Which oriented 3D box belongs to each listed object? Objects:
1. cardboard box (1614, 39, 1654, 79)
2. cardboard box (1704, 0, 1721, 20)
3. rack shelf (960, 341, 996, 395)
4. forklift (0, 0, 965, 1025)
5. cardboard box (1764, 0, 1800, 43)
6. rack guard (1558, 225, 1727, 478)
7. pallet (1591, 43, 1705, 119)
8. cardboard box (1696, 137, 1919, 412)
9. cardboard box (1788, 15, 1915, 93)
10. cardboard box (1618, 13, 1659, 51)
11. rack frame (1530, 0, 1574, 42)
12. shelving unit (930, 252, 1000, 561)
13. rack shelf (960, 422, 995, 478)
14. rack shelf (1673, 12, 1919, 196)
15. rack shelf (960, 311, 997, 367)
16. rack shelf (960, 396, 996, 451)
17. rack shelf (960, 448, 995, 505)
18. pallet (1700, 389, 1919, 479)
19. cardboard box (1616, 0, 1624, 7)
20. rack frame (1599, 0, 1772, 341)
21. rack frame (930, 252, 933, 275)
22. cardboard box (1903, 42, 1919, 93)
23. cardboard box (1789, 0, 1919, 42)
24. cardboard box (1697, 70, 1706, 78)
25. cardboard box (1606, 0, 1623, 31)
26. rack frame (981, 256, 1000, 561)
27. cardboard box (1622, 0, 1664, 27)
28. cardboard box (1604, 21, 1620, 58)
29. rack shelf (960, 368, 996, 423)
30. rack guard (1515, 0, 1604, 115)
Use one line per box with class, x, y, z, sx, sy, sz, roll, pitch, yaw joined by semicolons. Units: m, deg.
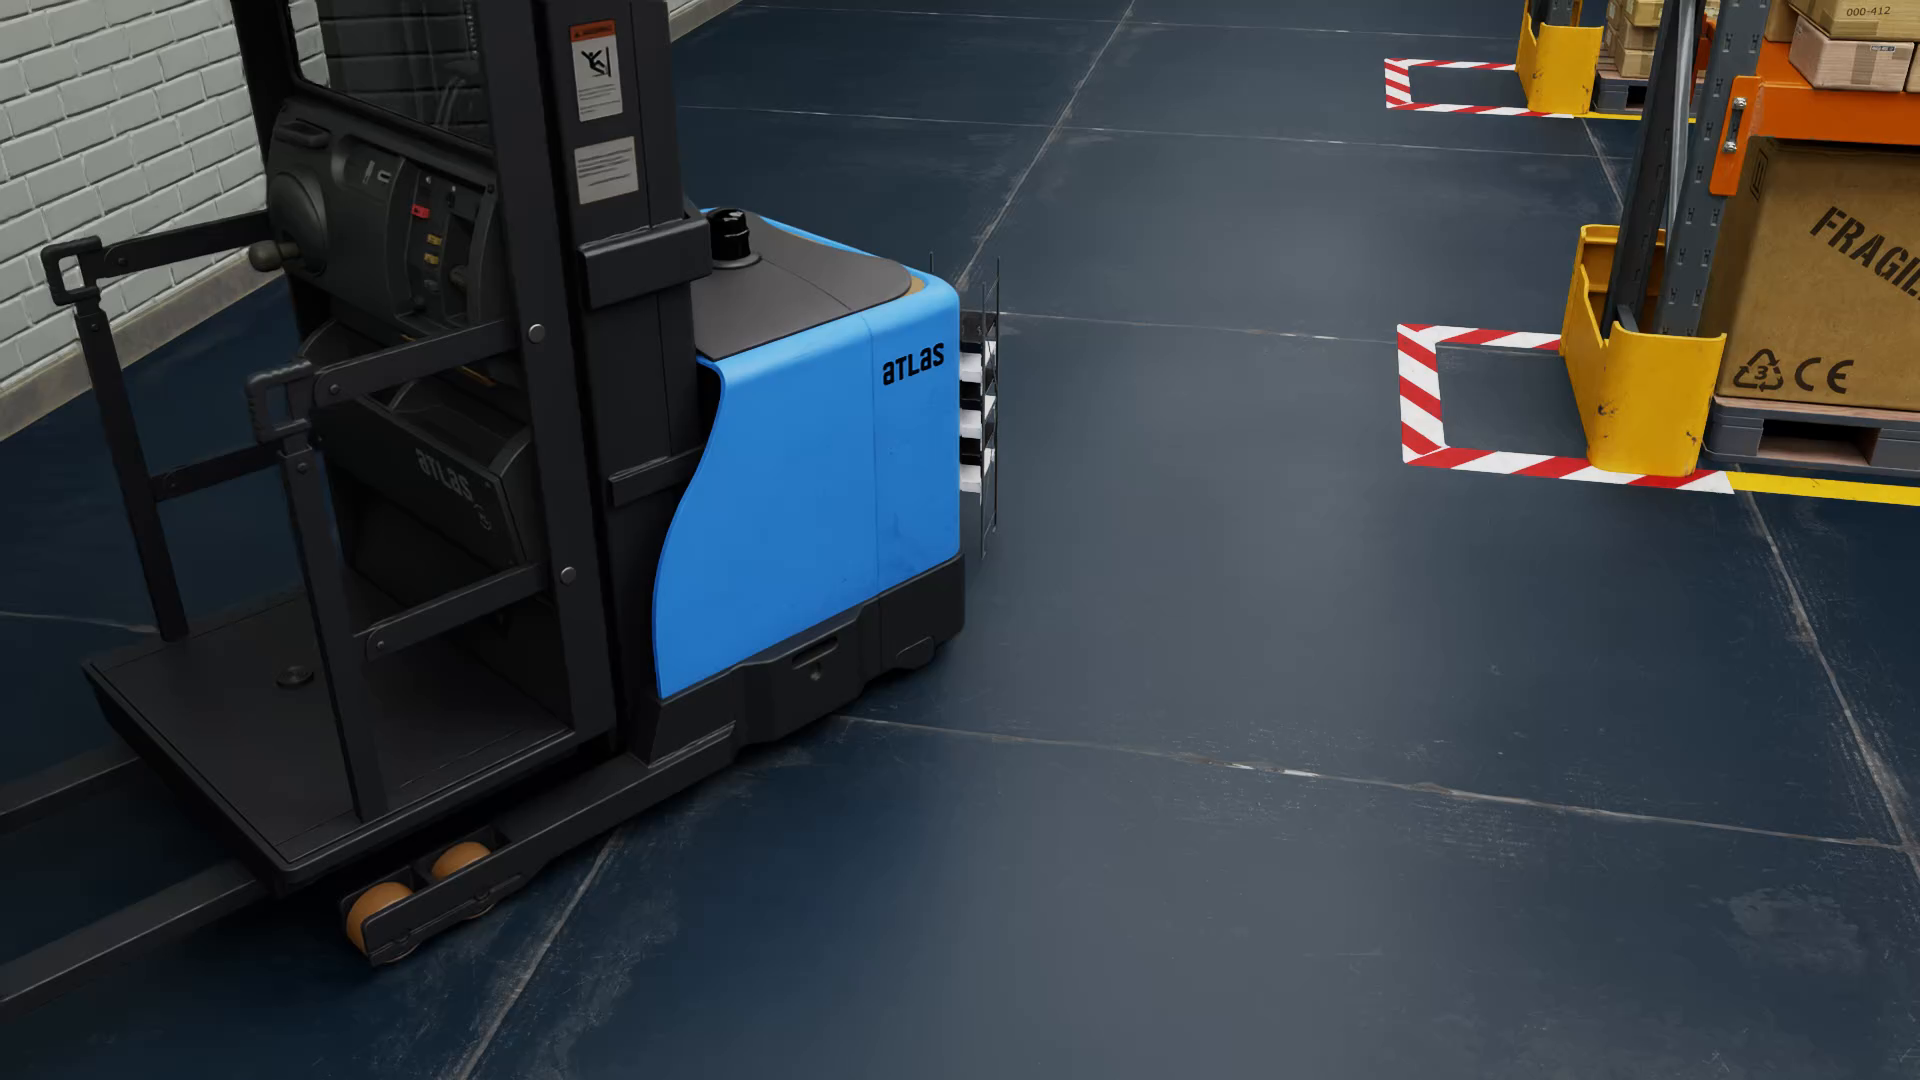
cardboard box;4.051;-2.860;9.882;0.250;0.149;0.380;6;29;12
cardboard box;4.342;-3.140;9.775;0.250;0.149;0.380;6;29;11
rack shelf;-0.008;-0.524;4.965;0.200;0.077;0.258;6;29;11
forklift;-1.384;-0.656;3.397;3.031;2.935;1.130;-26;38;-38
cardboard box;2.888;-1.819;5.710;0.250;0.149;0.380;6;29;12
rack guard;2.448;-0.716;6.037;0.348;0.500;1.175;6;29;11
pallet;4.467;-2.800;10.145;1.213;0.211;1.003;6;29;11
cardboard box;3.114;-1.035;5.793;0.875;0.875;0.875;6;29;11
cardboard box;2.750;-1.509;5.144;0.250;0.149;0.380;6;29;11
cardboard box;4.065;-3.020;9.864;0.250;0.149;0.380;7;29;13
rack frame;3.606;-4.129;9.668;0.127;3.000;1.000;6;29;11
shelving unit;-0.008;-0.396;5.035;0.210;0.900;0.258;6;29;11
rack shelf;-0.008;-0.287;5.095;0.200;0.077;0.258;6;29;11
rack shelf;4.427;-1.294;5.239;4.000;0.370;1.077;6;29;11
rack shelf;-0.008;-0.603;4.922;0.200;0.077;0.258;6;29;11
rack shelf;-0.008;-0.366;5.051;0.200;0.077;0.258;6;29;11
rack shelf;-0.008;-0.208;5.138;0.200;0.077;0.258;6;29;11
pallet;3.270;-0.543;6.022;1.213;0.211;1.003;6;29;11
cardboard box;4.177;-3.390;10.230;0.250;0.149;0.380;6;29;11
rack frame;2.471;-1.810;5.432;0.127;3.000;1.000;6;29;11
rack frame;-0.107;-0.406;5.054;0.006;0.900;0.240;6;29;11
cardboard box;3.001;-1.484;5.099;0.250;0.149;0.380;5;29;10
cardboard box;2.884;-1.700;5.077;0.500;0.250;0.500;5;29;9
cardboard box;4.325;-2.872;9.904;0.250;0.149;0.380;6;29;10
cardboard box;4.182;-3.274;10.329;0.250;0.149;0.380;5;29;9
rack frame;0.091;-0.385;5.017;0.006;0.900;0.240;6;29;11
cardboard box;4.047;-3.112;9.722;0.250;0.149;0.380;5;29;8
cardboard box;4.164;-3.108;10.335;0.250;0.149;0.380;6;29;11
rack shelf;-0.008;-0.445;5.008;0.200;0.077;0.258;6;29;11
rack guard;3.680;-3.025;10.255;0.348;0.500;1.175;6;29;11
